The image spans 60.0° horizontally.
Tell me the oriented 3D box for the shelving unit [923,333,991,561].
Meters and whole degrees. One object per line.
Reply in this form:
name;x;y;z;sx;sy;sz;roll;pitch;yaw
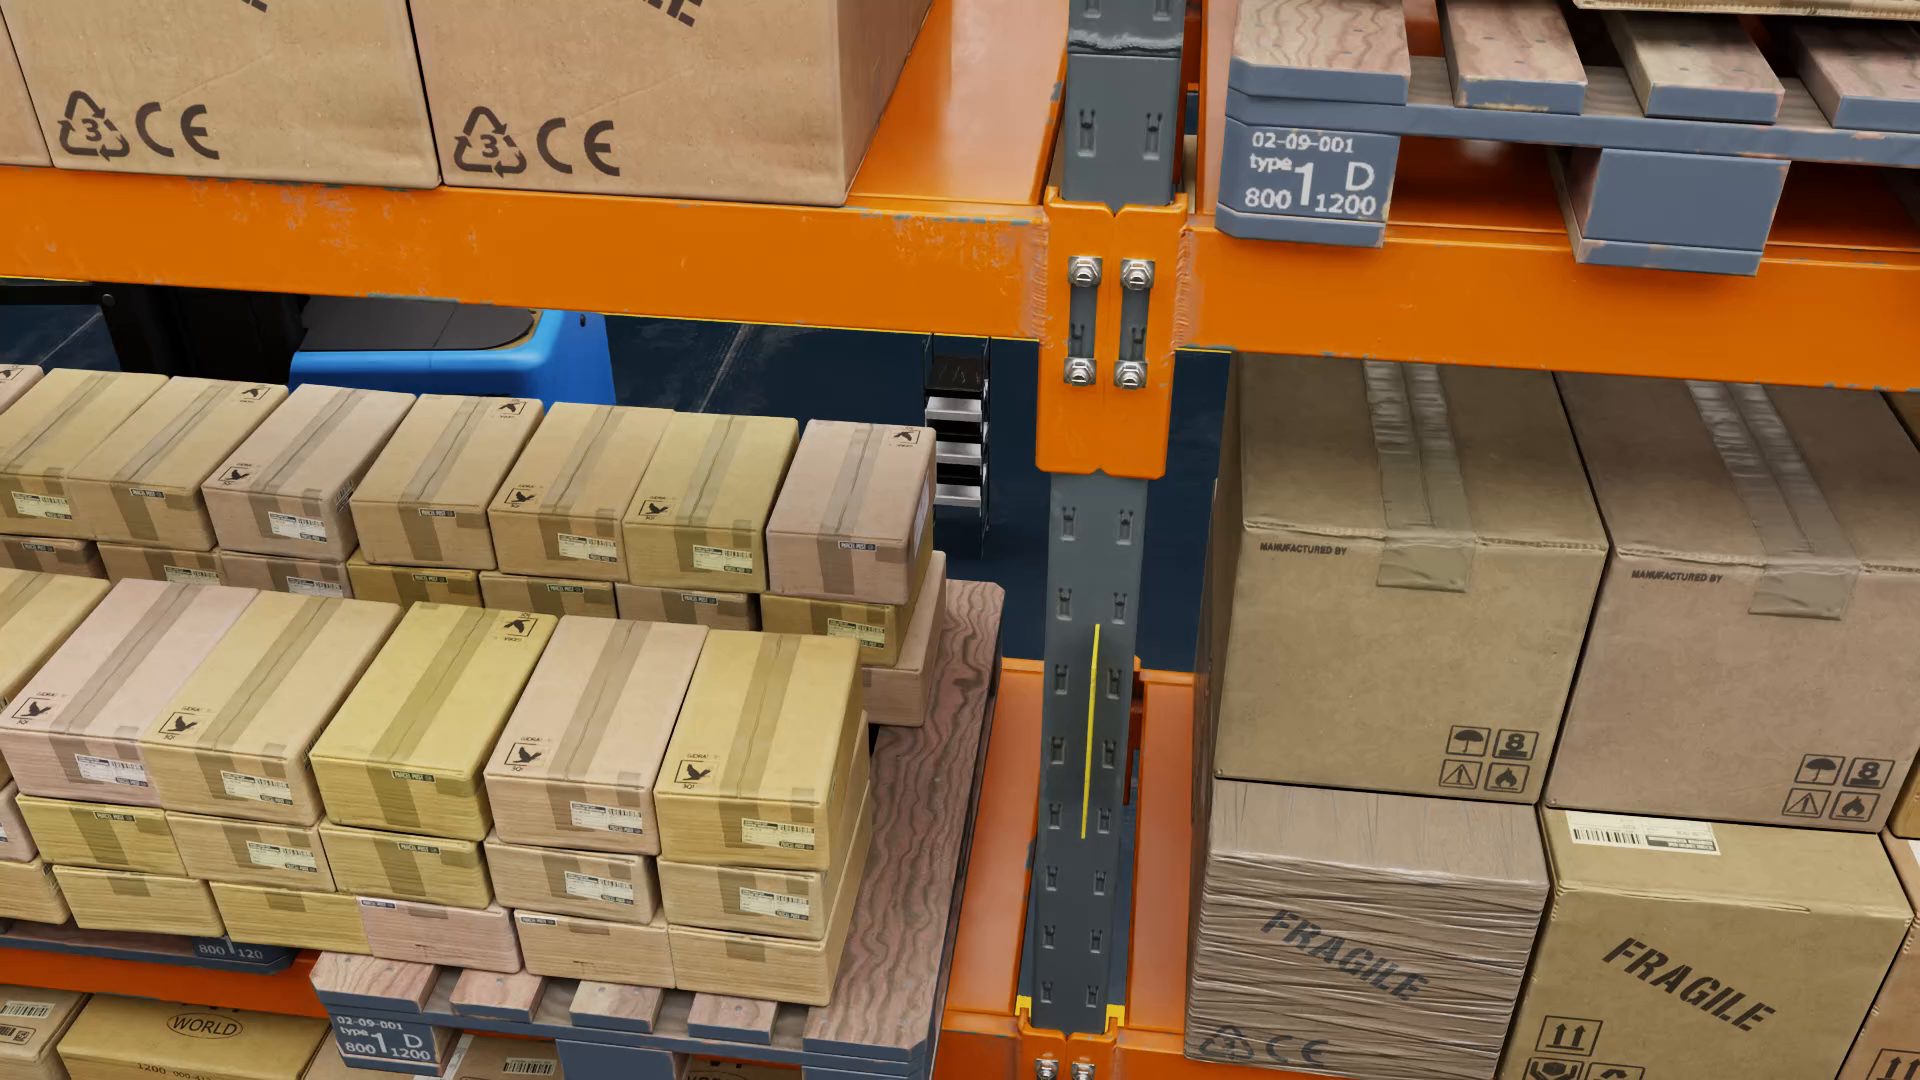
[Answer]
shelving unit;-0.008;-0.367;5.989;0.210;0.900;0.258;4;36;6

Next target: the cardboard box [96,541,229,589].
cardboard box;-1.487;-0.036;3.318;0.250;0.149;0.380;4;36;6

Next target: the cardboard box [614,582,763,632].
cardboard box;-0.479;0.039;3.212;0.250;0.149;0.380;6;36;8

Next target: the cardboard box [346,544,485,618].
cardboard box;-0.994;0.003;3.263;0.250;0.149;0.380;4;36;6

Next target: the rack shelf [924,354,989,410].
rack shelf;-0.008;-0.560;5.852;0.200;0.077;0.258;4;36;6

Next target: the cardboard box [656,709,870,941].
cardboard box;-0.303;0.435;2.657;0.250;0.149;0.380;5;36;7

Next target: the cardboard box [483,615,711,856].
cardboard box;-0.549;0.296;2.595;0.250;0.149;0.380;4;36;5

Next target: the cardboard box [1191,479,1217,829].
cardboard box;0.725;0.237;3.250;0.500;0.500;0.500;4;36;6

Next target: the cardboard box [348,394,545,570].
cardboard box;-0.961;-0.116;3.174;0.250;0.149;0.380;3;36;4

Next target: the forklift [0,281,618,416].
forklift;-2.813;-1.170;5.367;3.031;2.935;1.130;0;36;-1

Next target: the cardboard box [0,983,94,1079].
cardboard box;-1.990;0.930;3.510;0.500;0.250;0.500;6;36;8

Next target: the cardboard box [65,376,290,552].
cardboard box;-1.493;-0.154;3.226;0.250;0.149;0.380;5;36;7

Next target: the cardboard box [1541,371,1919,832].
cardboard box;1.190;0.027;2.683;0.500;0.500;0.700;4;36;5

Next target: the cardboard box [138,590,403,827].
cardboard box;-1.074;0.259;2.647;0.250;0.149;0.380;5;36;7

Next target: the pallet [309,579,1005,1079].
pallet;-0.476;0.486;3.152;1.003;0.211;1.213;4;36;6

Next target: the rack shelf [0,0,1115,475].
rack shelf;-1.739;-0.677;2.654;4.000;0.370;1.077;4;36;6

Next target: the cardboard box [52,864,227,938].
cardboard box;-1.318;0.481;2.849;0.250;0.149;0.380;3;36;4

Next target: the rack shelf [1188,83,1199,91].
rack shelf;2.758;-2.020;7.117;4.000;0.370;1.077;4;36;6

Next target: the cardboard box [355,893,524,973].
cardboard box;-0.805;0.521;2.793;0.250;0.149;0.380;5;36;7

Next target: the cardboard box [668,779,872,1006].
cardboard box;-0.303;0.559;2.740;0.250;0.149;0.380;5;36;7

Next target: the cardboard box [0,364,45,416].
cardboard box;-2.007;-0.194;3.282;0.250;0.149;0.380;3;36;4

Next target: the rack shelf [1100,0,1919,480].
rack shelf;2.228;-0.381;2.239;4.000;0.370;1.077;4;36;6

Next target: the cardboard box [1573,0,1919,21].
cardboard box;0.934;-0.817;1.859;0.500;0.311;0.500;4;36;6

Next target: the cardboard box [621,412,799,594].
cardboard box;-0.456;-0.076;3.117;0.250;0.149;0.380;3;36;5

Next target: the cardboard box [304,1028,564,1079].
cardboard box;-0.970;1.010;3.398;0.500;0.250;0.500;5;36;7

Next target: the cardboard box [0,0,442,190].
cardboard box;-0.852;-0.788;2.104;0.500;0.500;0.500;4;36;6

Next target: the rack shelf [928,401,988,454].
rack shelf;-0.008;-0.413;5.957;0.200;0.077;0.258;4;36;6

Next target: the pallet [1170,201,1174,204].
pallet;1.550;-1.267;7.843;1.213;0.211;1.003;4;36;6

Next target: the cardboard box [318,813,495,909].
cardboard box;-0.830;0.398;2.708;0.250;0.149;0.380;5;36;7

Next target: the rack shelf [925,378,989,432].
rack shelf;-0.008;-0.486;5.904;0.200;0.077;0.258;4;36;6

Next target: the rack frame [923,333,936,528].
rack frame;-0.109;-0.374;6.000;0.006;0.900;0.240;4;36;6

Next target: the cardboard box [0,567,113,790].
cardboard box;-1.582;0.219;2.703;0.250;0.149;0.380;6;36;8

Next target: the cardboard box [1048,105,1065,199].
cardboard box;0.100;-1.866;7.749;0.875;0.875;0.875;4;36;6

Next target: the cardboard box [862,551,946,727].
cardboard box;-0.174;0.181;3.269;0.250;0.149;0.380;4;36;5

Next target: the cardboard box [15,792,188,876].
cardboard box;-1.324;0.360;2.762;0.250;0.149;0.380;4;36;6

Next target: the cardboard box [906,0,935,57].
cardboard box;-0.288;-1.058;2.482;0.500;0.500;0.500;4;36;6

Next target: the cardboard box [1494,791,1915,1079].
cardboard box;1.160;0.583;2.765;0.500;0.500;0.500;4;36;6

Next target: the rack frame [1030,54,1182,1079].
rack frame;0.245;0.399;3.109;0.127;3.000;1.000;4;36;6
